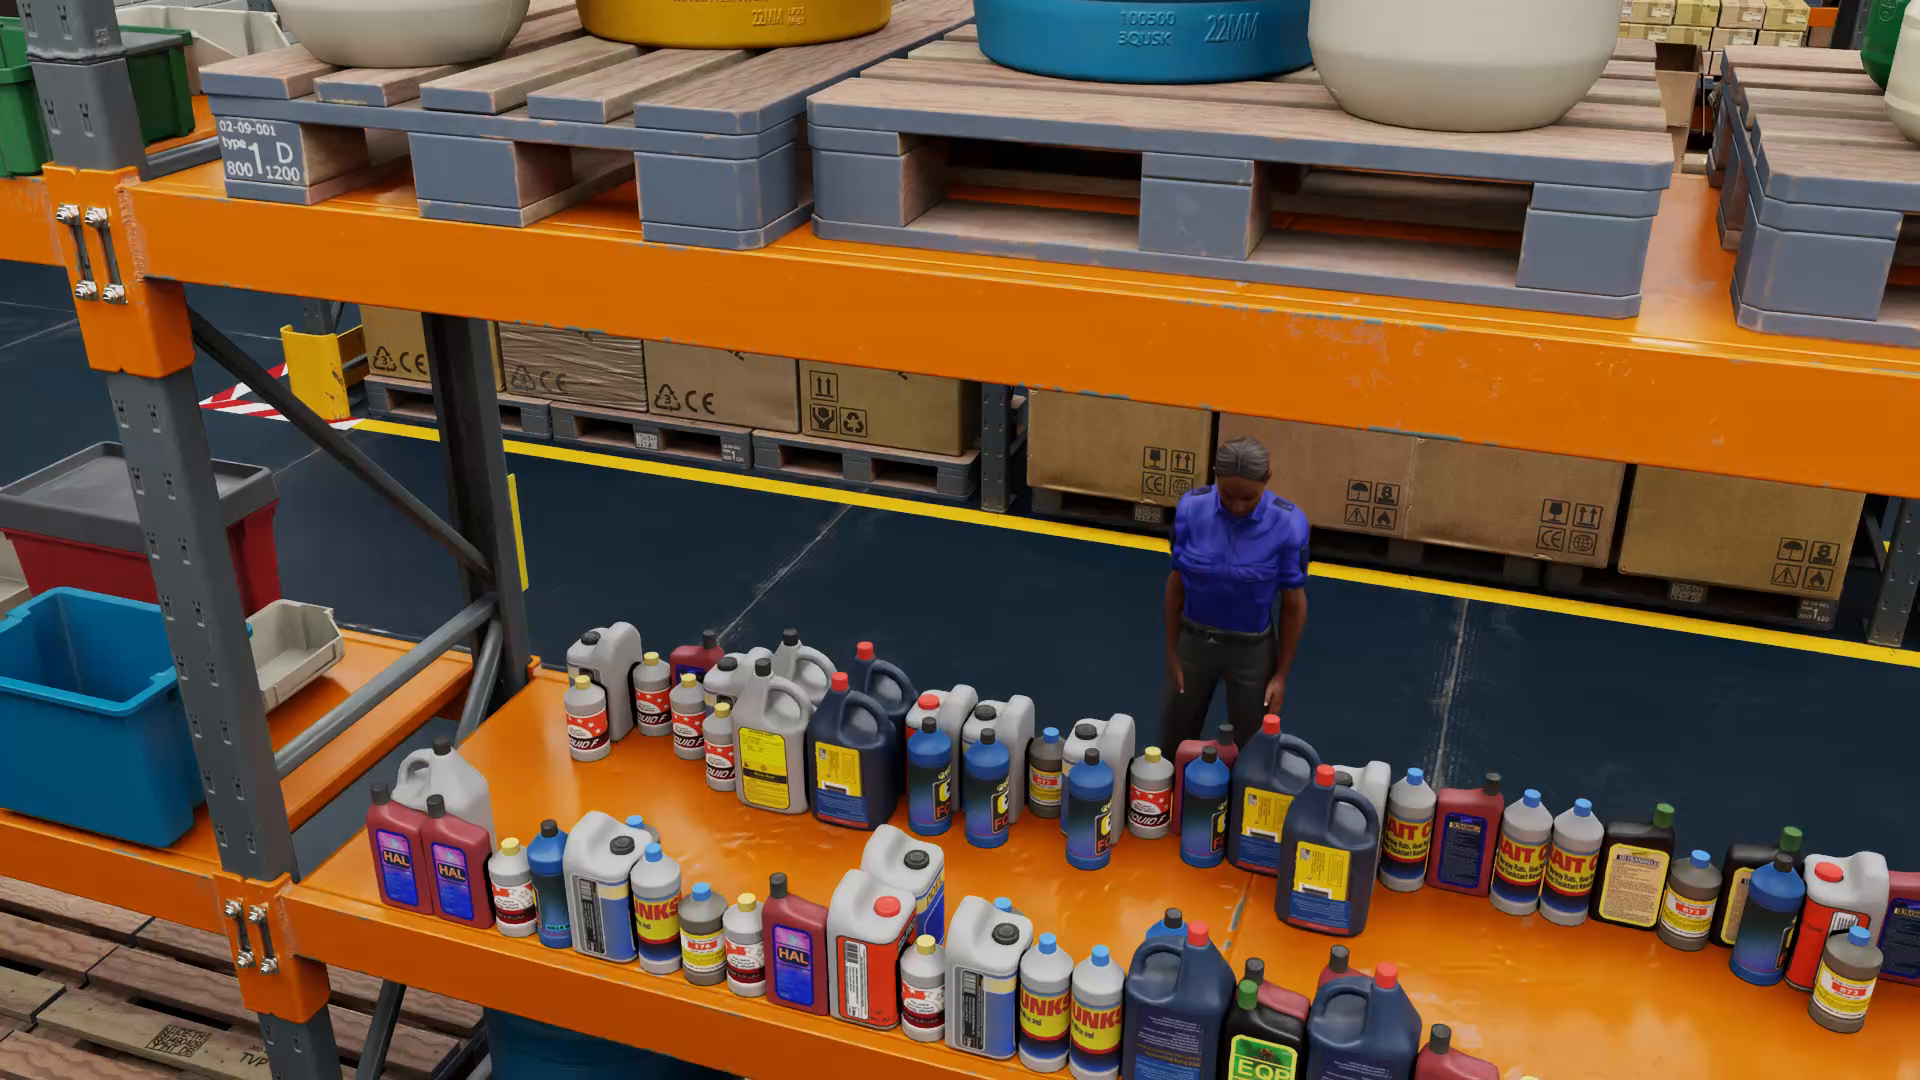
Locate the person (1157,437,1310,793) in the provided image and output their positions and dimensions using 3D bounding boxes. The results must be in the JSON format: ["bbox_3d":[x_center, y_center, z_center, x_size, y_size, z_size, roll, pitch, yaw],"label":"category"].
[{"bbox_3d":[0.867,0.401,5.346,0.450,1.626,0.354,9,27,19],"label":"person"}]
